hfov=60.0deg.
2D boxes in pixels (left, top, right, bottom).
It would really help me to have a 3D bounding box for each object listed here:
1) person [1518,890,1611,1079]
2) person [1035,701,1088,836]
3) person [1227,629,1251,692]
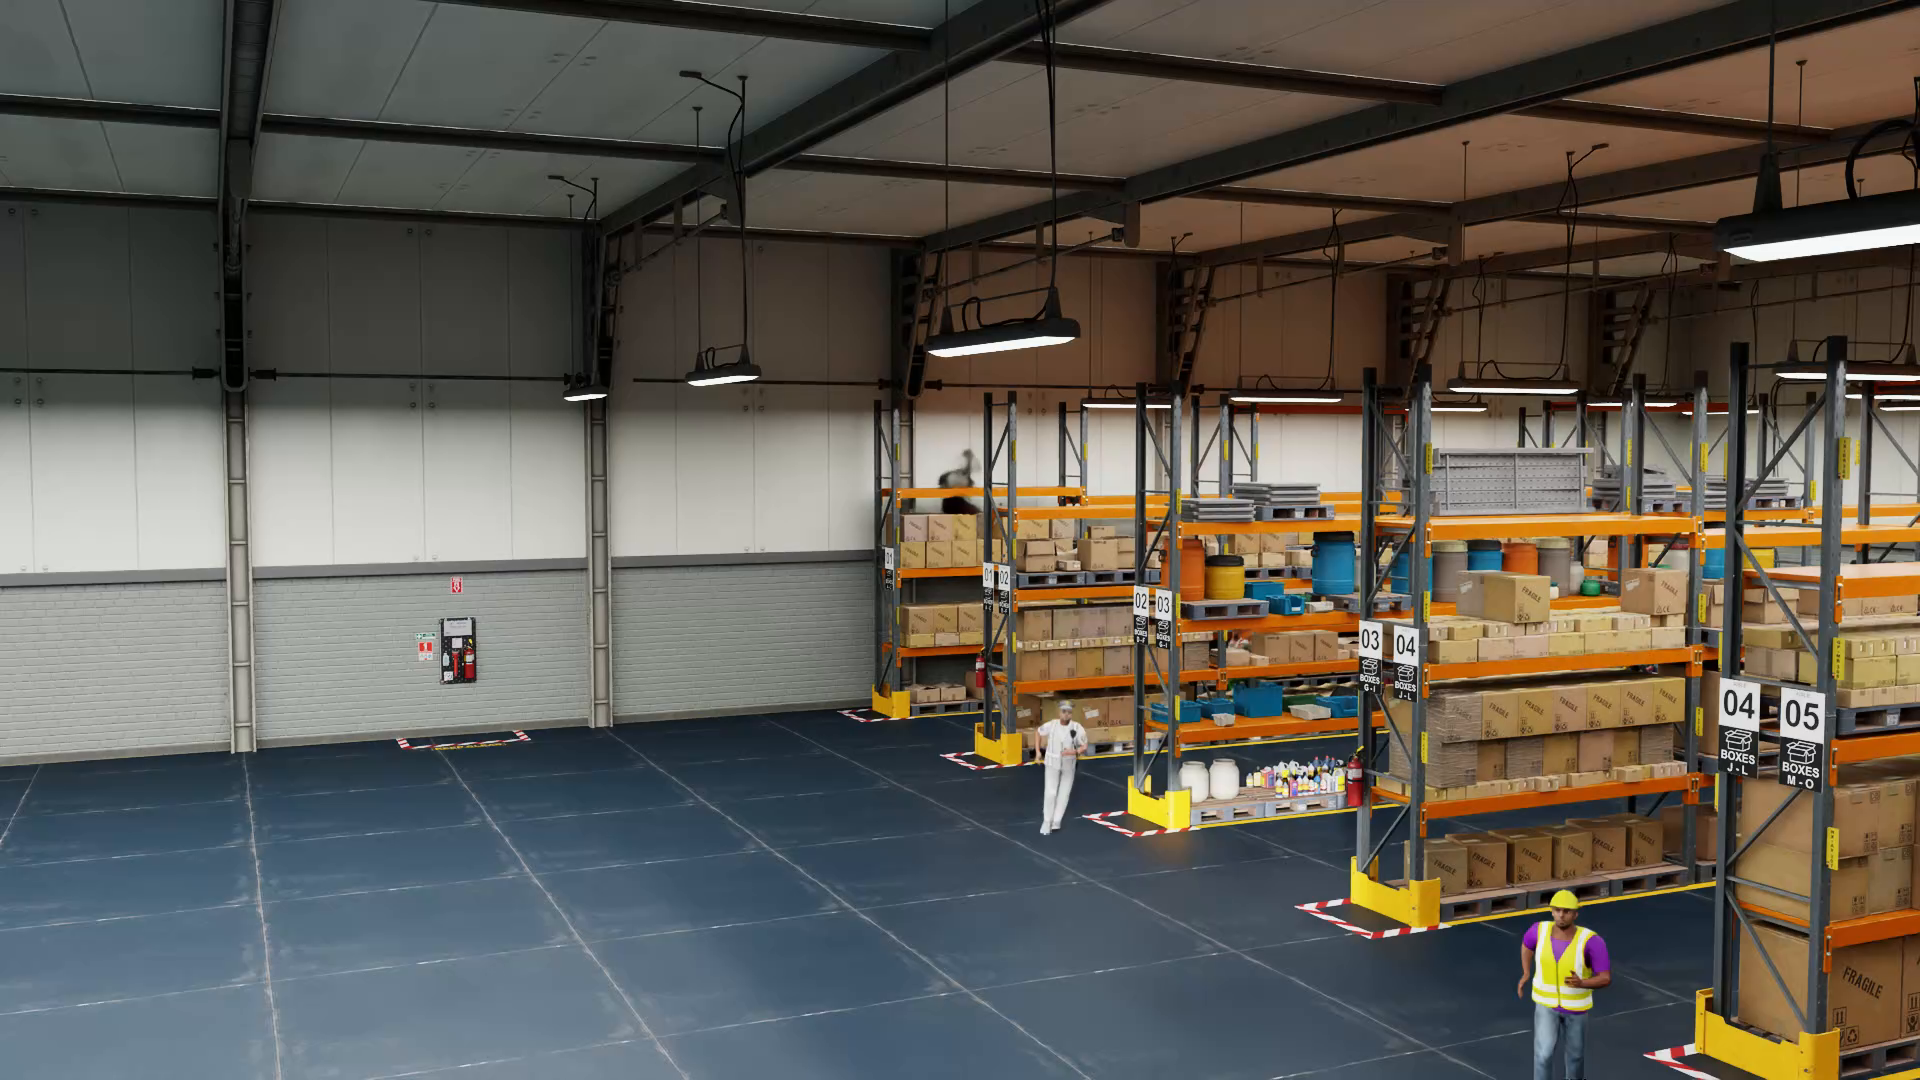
[{"bbox_3d":[4.553,3.533,12.542,0.674,1.817,0.787,2,4,25],"label":"person"},{"bbox_3d":[1.347,3.012,22.029,0.678,1.794,0.645,0,3,-2],"label":"person"},{"bbox_3d":[5.170,2.441,31.094,0.998,1.765,0.668,-2,4,-26],"label":"person"}]
